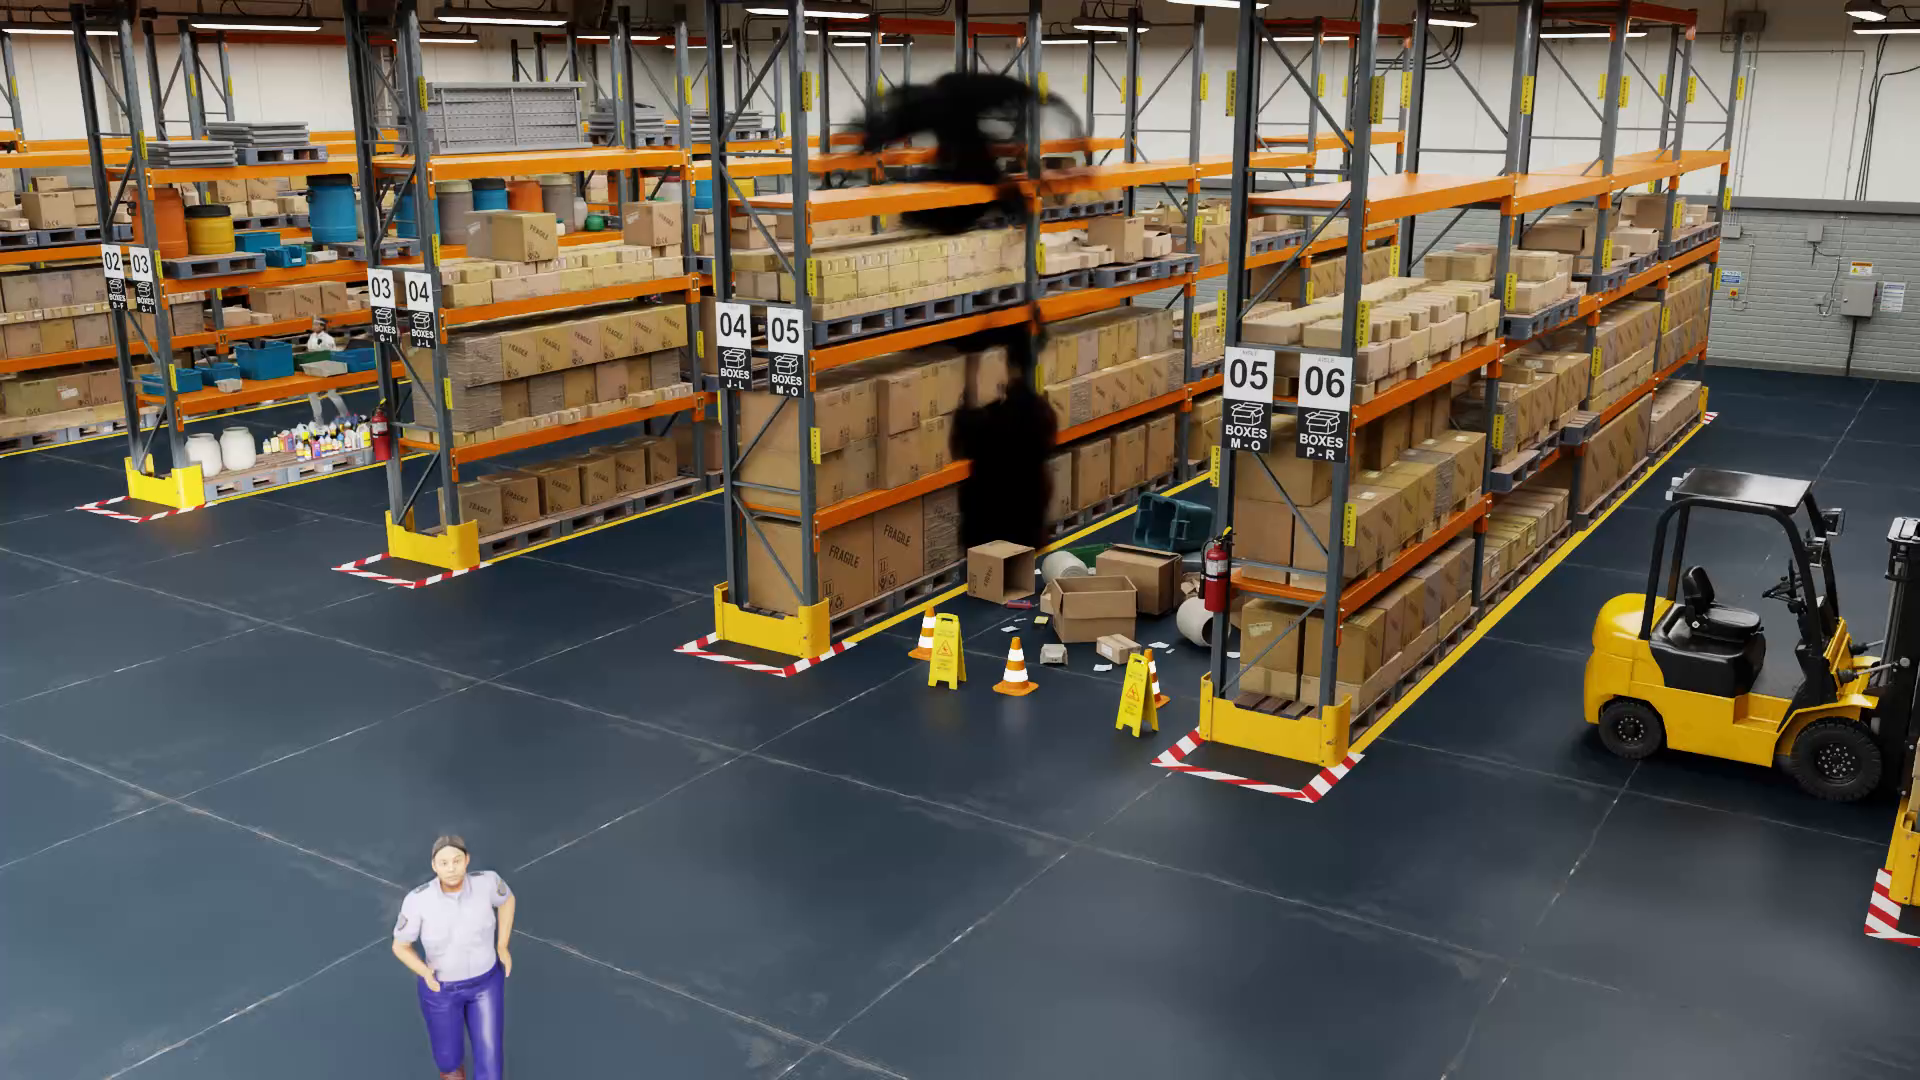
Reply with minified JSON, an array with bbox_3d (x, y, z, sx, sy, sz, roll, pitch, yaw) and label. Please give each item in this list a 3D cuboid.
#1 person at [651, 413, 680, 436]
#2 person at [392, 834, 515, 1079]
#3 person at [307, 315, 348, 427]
[{"bbox_3d":[-4.255,-2.078,23.520,0.543,1.710,0.840,9,18,30],"label":"person"},{"bbox_3d":[-2.463,2.218,8.226,0.609,1.633,0.891,-6,17,-22],"label":"person"},{"bbox_3d":[-9.647,-2.549,25.224,0.597,1.747,0.718,6,17,22],"label":"person"}]
